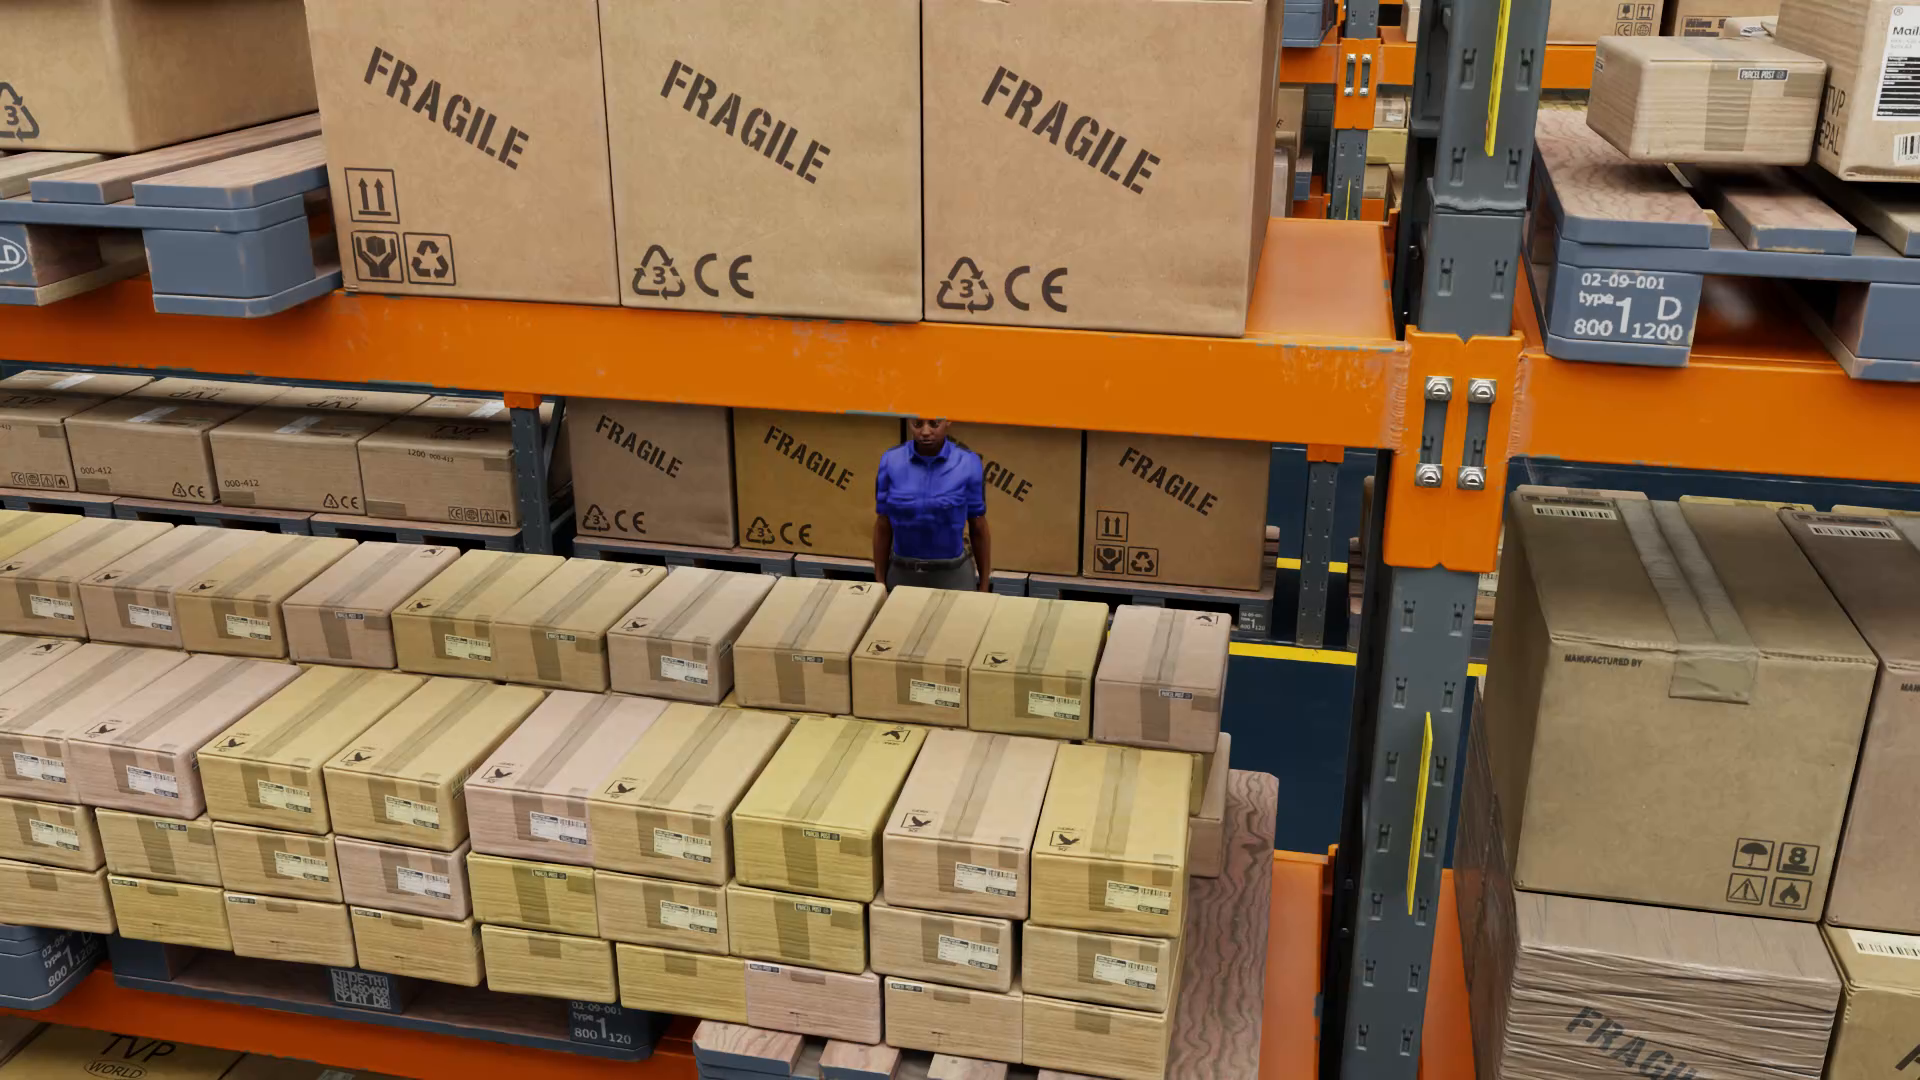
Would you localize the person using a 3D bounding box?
[{"bbox_3d":[-0.114,0.193,6.593,0.464,1.669,0.469,2,22,5],"label":"person"}]
